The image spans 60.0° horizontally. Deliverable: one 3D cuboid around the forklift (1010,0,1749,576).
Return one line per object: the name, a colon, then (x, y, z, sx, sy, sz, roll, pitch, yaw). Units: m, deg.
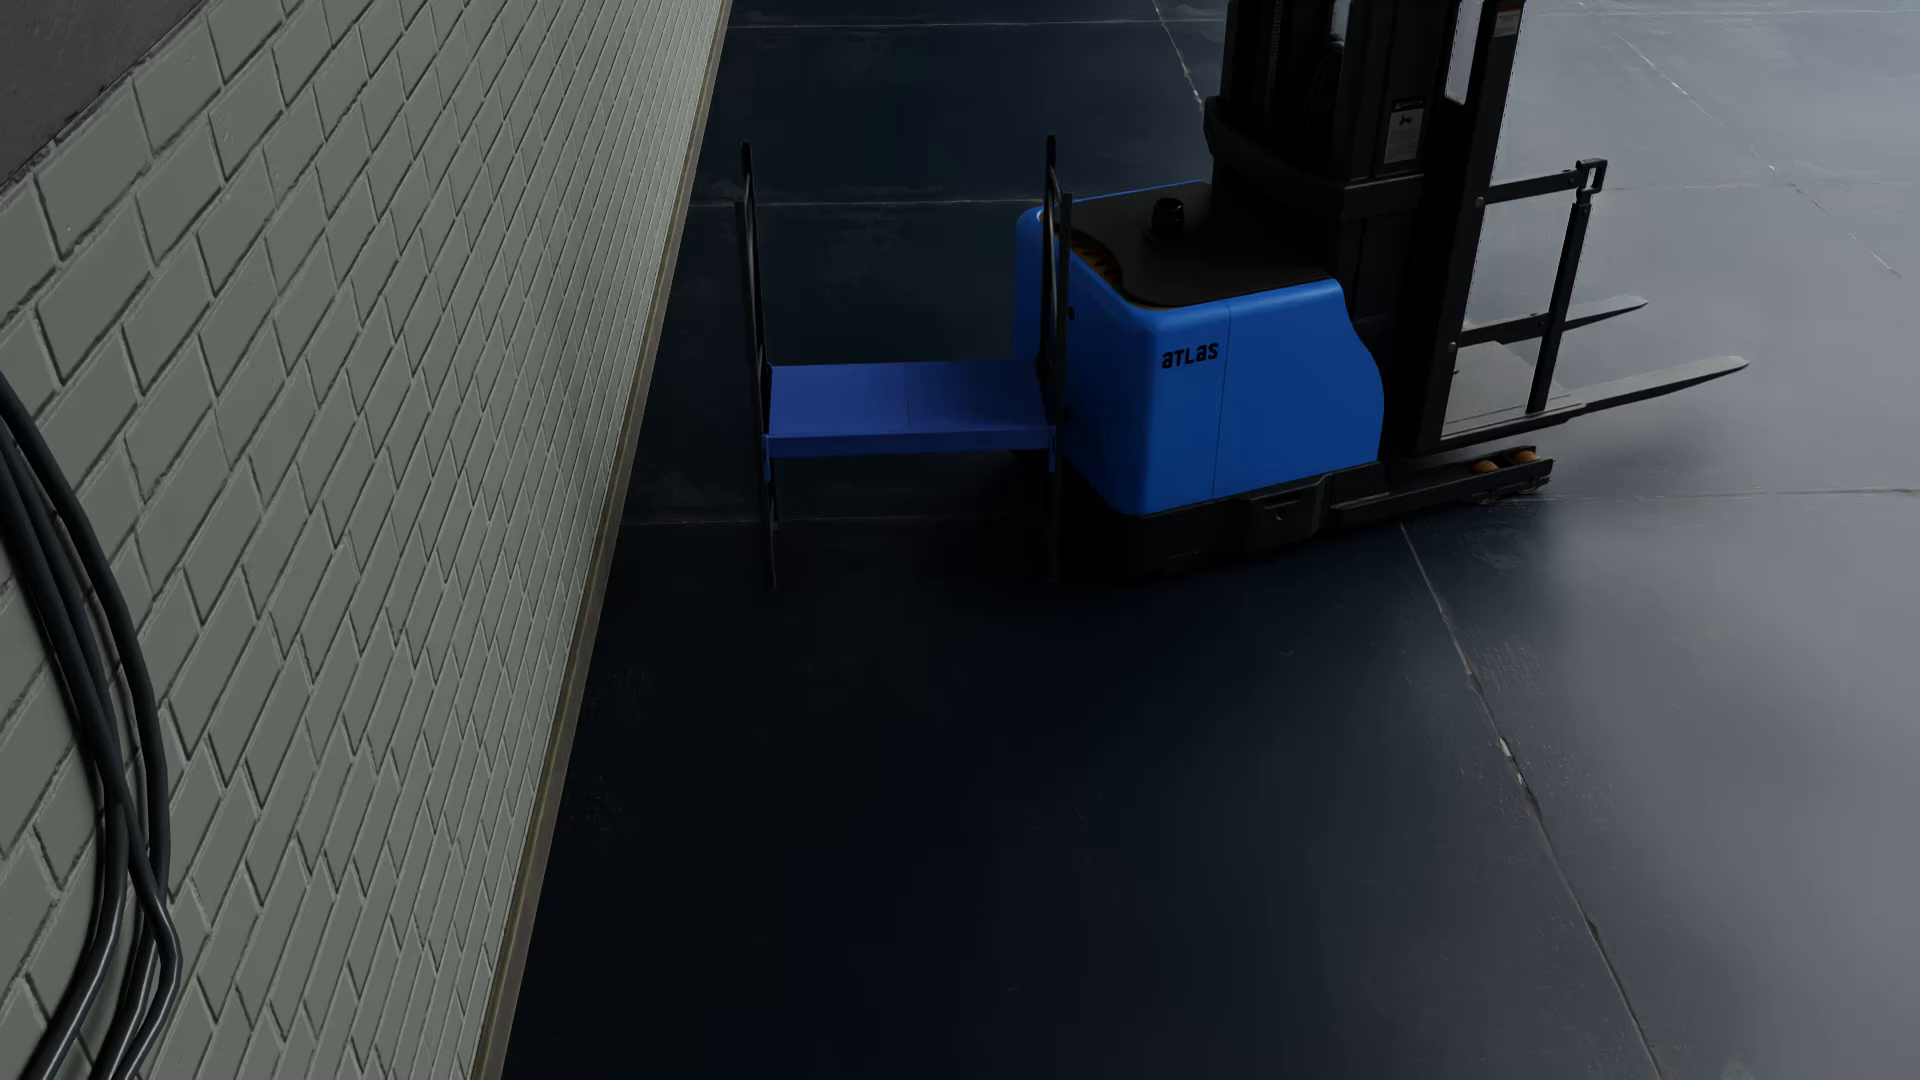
forklift: (1.761, -1.608, 5.997, 3.031, 2.935, 1.130, -13, 37, -18)

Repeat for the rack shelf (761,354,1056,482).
rack shelf: (-0.188, -0.438, 5.880, 1.000, 0.185, 0.538, -2, 35, -3)

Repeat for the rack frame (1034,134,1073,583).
rack frame: (0.319, -0.604, 5.805, 0.032, 1.500, 0.500, -2, 35, -3)

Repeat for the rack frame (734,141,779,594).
rack frame: (-0.695, -0.567, 5.751, 0.032, 1.500, 0.500, -2, 35, -3)

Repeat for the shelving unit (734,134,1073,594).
shelving unit: (-0.188, -0.585, 5.778, 1.048, 1.500, 0.538, -2, 35, -3)

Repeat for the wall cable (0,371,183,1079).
wall cable: (-1.035, 0.353, 0.561, 0.112, 2.526, 3.097, -2, 35, -2)
